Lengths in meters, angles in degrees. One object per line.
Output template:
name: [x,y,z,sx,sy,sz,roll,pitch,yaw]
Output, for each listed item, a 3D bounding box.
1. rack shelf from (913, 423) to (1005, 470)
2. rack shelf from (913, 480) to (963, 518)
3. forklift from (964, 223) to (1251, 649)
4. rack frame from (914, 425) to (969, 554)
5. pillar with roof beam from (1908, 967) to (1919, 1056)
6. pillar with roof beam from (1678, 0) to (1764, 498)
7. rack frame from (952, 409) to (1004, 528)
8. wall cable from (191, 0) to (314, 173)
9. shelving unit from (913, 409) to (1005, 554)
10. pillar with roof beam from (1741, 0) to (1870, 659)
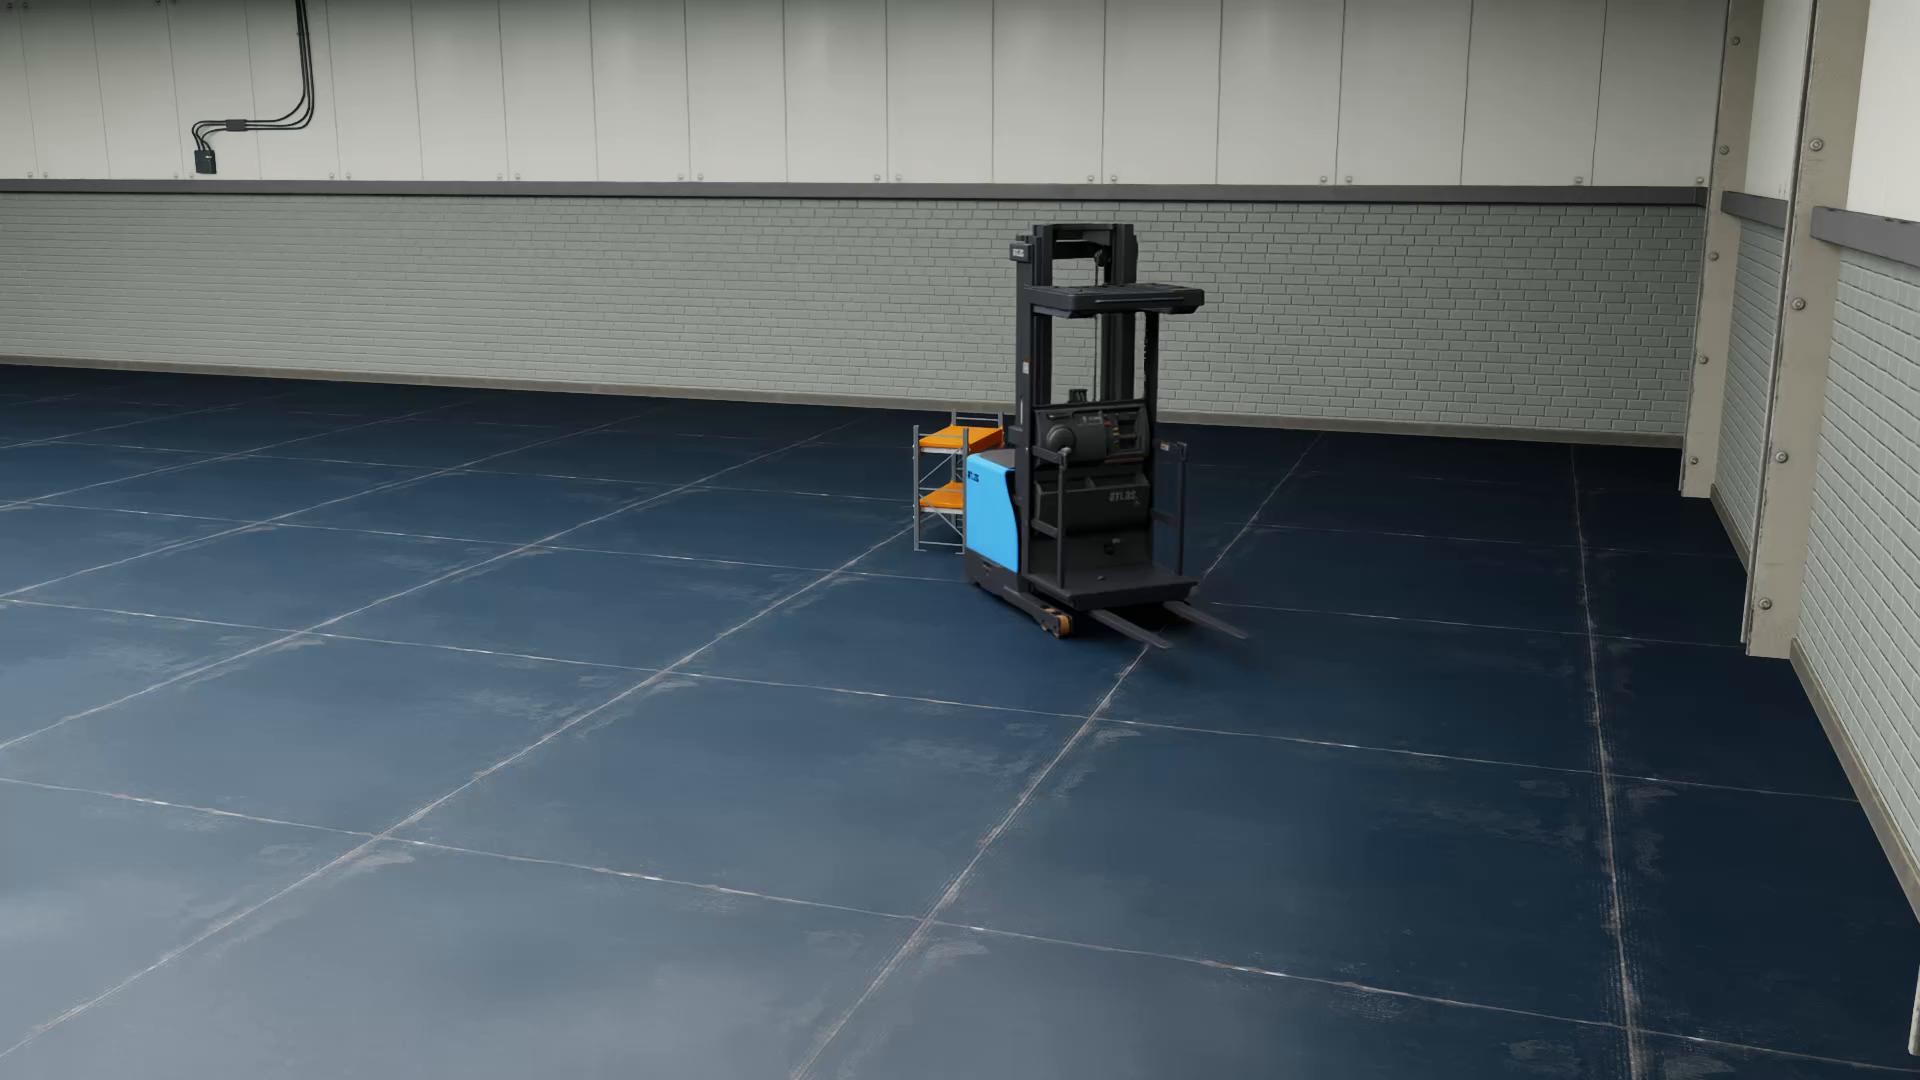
rack shelf: [-0.002,-0.832,15.053,0.538,0.278,1.000,4,14,18]
rack shelf: [-0.002,-0.309,15.173,0.538,0.278,1.000,4,14,18]
forklift: [1.082,-0.827,12.286,1.130,2.935,3.031,-5,14,-23]
rack frame: [-0.167,-0.440,14.650,0.500,1.125,0.032,4,14,18]
pillar with roof beam: [-0.271,-2.653,6.651,9.100,9.000,0.400,4,14,18]
pillar with roof beam: [3.612,-5.180,17.721,9.100,9.000,0.400,4,14,18]
rack frame: [0.162,-0.654,15.588,0.500,1.125,0.032,4,14,18]
wall cable: [-10.939,-8.634,25.212,2.305,6.003,0.169,4,14,18]
shelving unit: [-0.002,-0.547,15.119,0.538,1.125,1.048,4,14,18]
pillar with roof beam: [1.670,-3.916,12.186,9.100,9.000,0.400,4,14,18]
